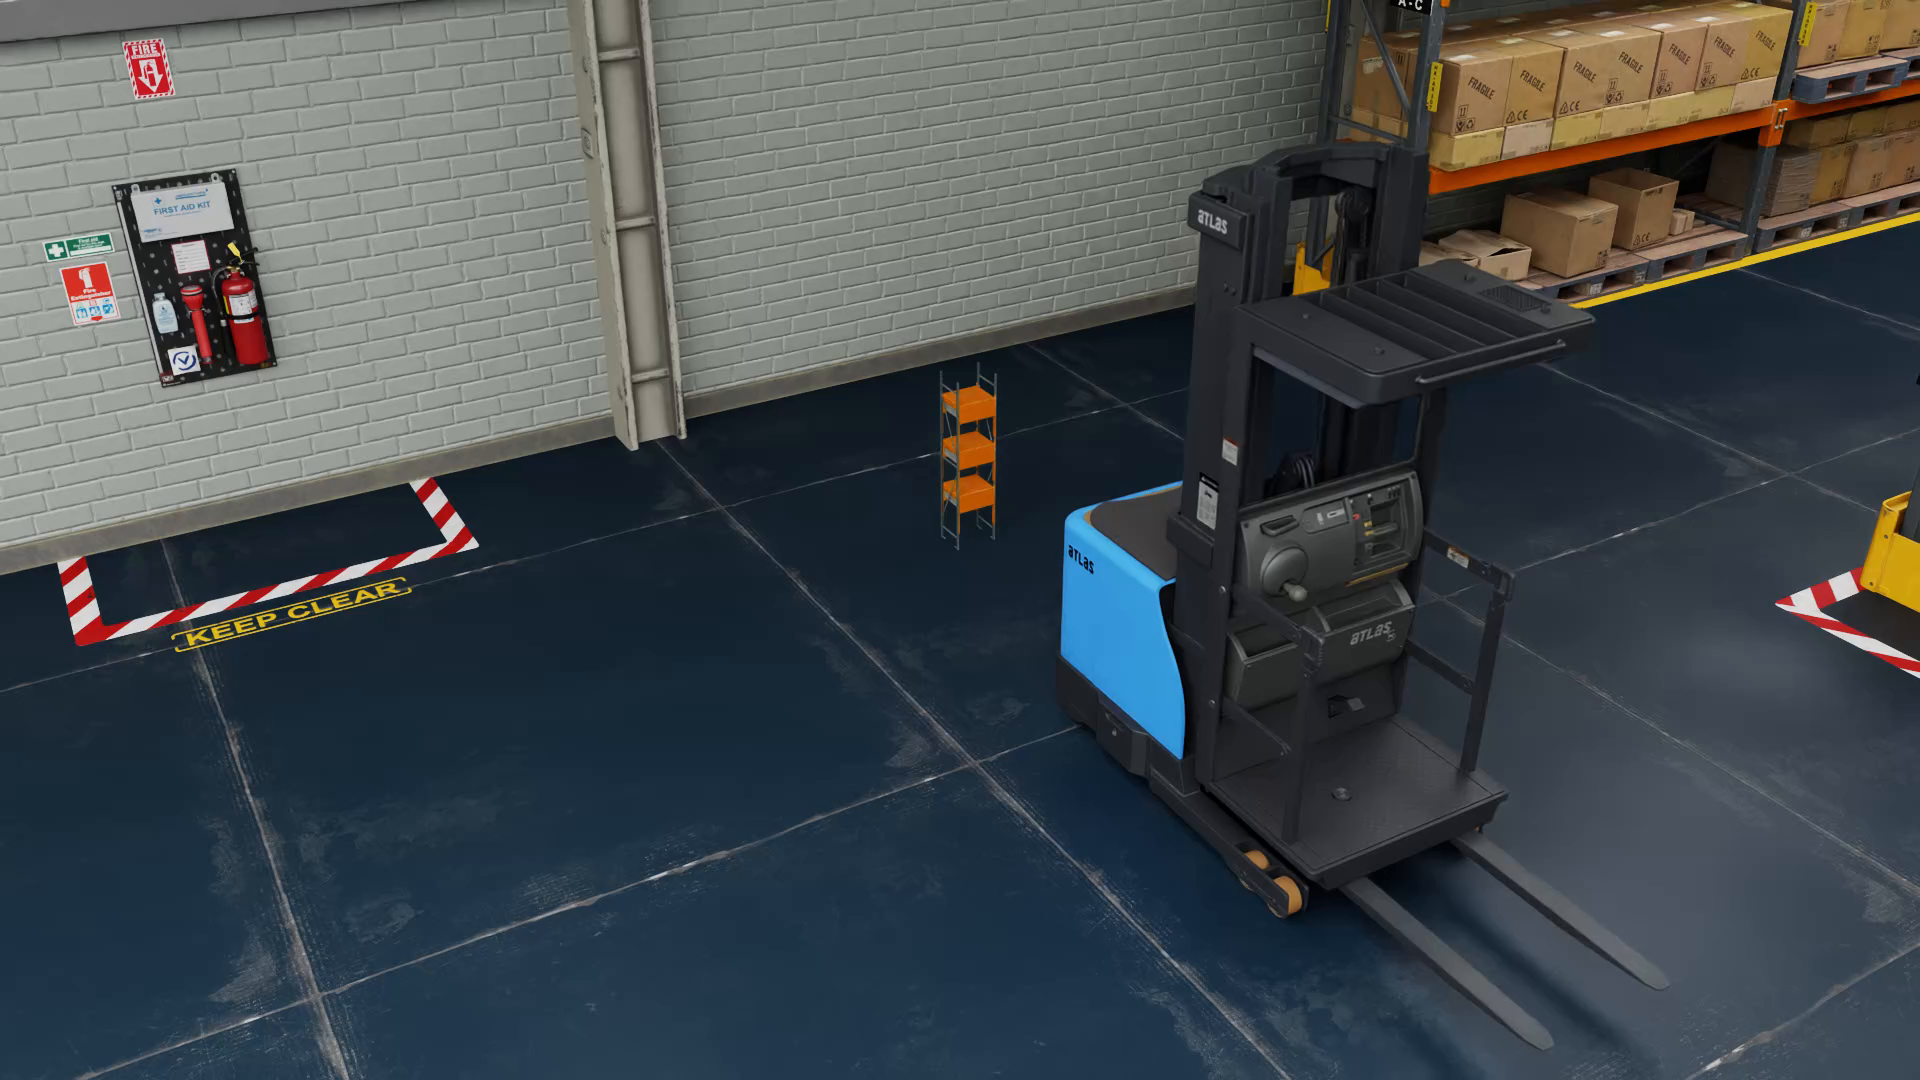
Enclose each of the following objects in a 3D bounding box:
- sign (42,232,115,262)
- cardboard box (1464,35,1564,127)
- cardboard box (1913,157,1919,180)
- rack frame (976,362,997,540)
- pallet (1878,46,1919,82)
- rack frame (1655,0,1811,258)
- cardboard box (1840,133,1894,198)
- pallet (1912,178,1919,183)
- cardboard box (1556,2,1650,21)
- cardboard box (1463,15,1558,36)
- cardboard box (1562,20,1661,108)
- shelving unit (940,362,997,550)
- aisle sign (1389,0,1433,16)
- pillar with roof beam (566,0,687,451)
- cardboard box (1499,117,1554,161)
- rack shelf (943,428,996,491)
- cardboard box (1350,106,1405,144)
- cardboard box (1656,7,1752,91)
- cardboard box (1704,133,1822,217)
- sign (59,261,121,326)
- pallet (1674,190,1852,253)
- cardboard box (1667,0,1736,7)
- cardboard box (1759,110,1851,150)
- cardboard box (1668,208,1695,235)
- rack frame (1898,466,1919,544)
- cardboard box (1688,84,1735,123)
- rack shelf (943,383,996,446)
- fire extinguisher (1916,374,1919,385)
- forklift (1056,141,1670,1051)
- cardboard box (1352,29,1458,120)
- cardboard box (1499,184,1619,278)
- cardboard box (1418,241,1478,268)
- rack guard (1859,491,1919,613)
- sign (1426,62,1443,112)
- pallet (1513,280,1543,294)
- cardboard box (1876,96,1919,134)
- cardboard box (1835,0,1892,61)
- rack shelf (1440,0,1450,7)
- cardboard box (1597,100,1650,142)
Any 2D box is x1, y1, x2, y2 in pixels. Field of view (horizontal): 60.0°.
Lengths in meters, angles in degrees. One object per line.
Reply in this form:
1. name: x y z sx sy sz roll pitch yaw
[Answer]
1. sign: -4.717 -1.568 8.902 0.331 0.109 0.001 -16 33 -26
2. cardboard box: 3.956 -3.322 12.023 0.500 0.500 0.500 -16 33 -26
3. cardboard box: 8.761 -3.723 15.523 0.500 0.500 0.700 -16 33 -26
4. rack frame: 0.151 -0.503 9.574 0.008 1.050 0.200 -16 33 -26
5. pallet: 8.173 -4.314 14.662 1.213 0.211 1.003 -16 33 -26
6. rack frame: 6.410 -3.921 13.750 0.127 3.000 1.000 -16 33 -26
7. cardboard box: 7.917 -3.462 15.050 0.500 0.500 0.700 -15 32 -26
8. pallet: 9.184 -3.489 15.853 1.213 0.211 1.003 -16 33 -26
9. cardboard box: 5.019 -3.920 13.106 0.500 0.500 0.500 -15 32 -25
10. cardboard box: 4.143 -3.665 12.644 0.500 0.500 0.500 -17 33 -28
11. cardboard box: 4.844 -3.577 12.485 0.500 0.500 0.500 -15 32 -25
12. shelving unit: 0.046 -0.473 9.520 0.252 1.050 0.215 -16 33 -26
13. aisle sign: 3.051 -3.937 11.090 0.004 0.787 0.394 -16 33 -26
14. pillar with roof beam: 0.135 -2.838 5.579 0.400 9.000 9.100 -16 33 -26
15. cardboard box: 3.983 -3.005 12.225 0.500 0.250 0.500 -17 33 -28
16. rack shelf: 0.046 -0.464 9.525 0.240 0.259 0.215 -16 33 -26
17. cardboard box: 3.266 -3.080 12.361 0.500 0.250 0.500 -15 32 -26
18. cardboard box: 5.732 -3.823 12.932 0.500 0.500 0.500 -16 33 -27
19. cardboard box: 7.036 -3.206 14.587 0.500 0.500 0.700 -15 32 -25
20. sign: -4.725 -1.339 9.035 0.234 0.329 0.001 -16 33 -26
21. pallet: 7.081 -2.891 14.771 1.213 0.211 1.003 -16 33 -26
22. cardboard box: 5.899 -4.164 13.550 0.500 0.500 0.500 -17 33 -27
23. cardboard box: 7.414 -3.644 14.604 0.500 0.250 0.500 -17 33 -27
24. cardboard box: 5.964 -2.730 14.069 0.250 0.166 0.380 -21 35 -33
25. rack frame: 5.474 -0.879 8.238 0.127 3.000 1.000 -16 33 -26
26. cardboard box: 5.721 -3.503 13.128 0.500 0.250 0.500 -16 33 -26
27. rack shelf: 0.046 -0.712 9.388 0.240 0.259 0.215 -16 33 -26
28. fire extinguisher: 5.137 -1.010 8.555 0.183 0.674 0.296 -16 33 -26
29. forklift: 1.638 0.029 6.664 1.130 2.935 3.031 -15 32 -26
30. cardboard box: 3.260 -3.417 12.196 0.500 0.500 0.500 -16 33 -27
31. cardboard box: 4.753 -2.470 13.253 0.500 0.500 0.700 -18 34 -29
32. cardboard box: 3.603 -2.089 12.758 0.500 0.311 0.500 -20 35 -32
33. rack guard: 5.453 0.221 8.832 0.348 0.500 1.175 -16 33 -26
34. sign: 3.236 -3.095 11.357 0.005 0.325 0.100 -16 33 -26
35. pallet: 3.745 -1.924 13.017 1.213 0.211 1.003 -16 33 -26
36. cardboard box: 8.300 -3.887 15.045 0.500 0.250 0.500 -16 33 -27
37. cardboard box: 7.352 -4.401 14.062 0.500 0.500 0.700 -12 31 -21
38. rack shelf: 4.686 -4.430 12.312 4.000 0.370 1.077 -16 33 -26
39. cardboard box: 4.863 -3.250 12.669 0.500 0.250 0.500 -16 32 -26
